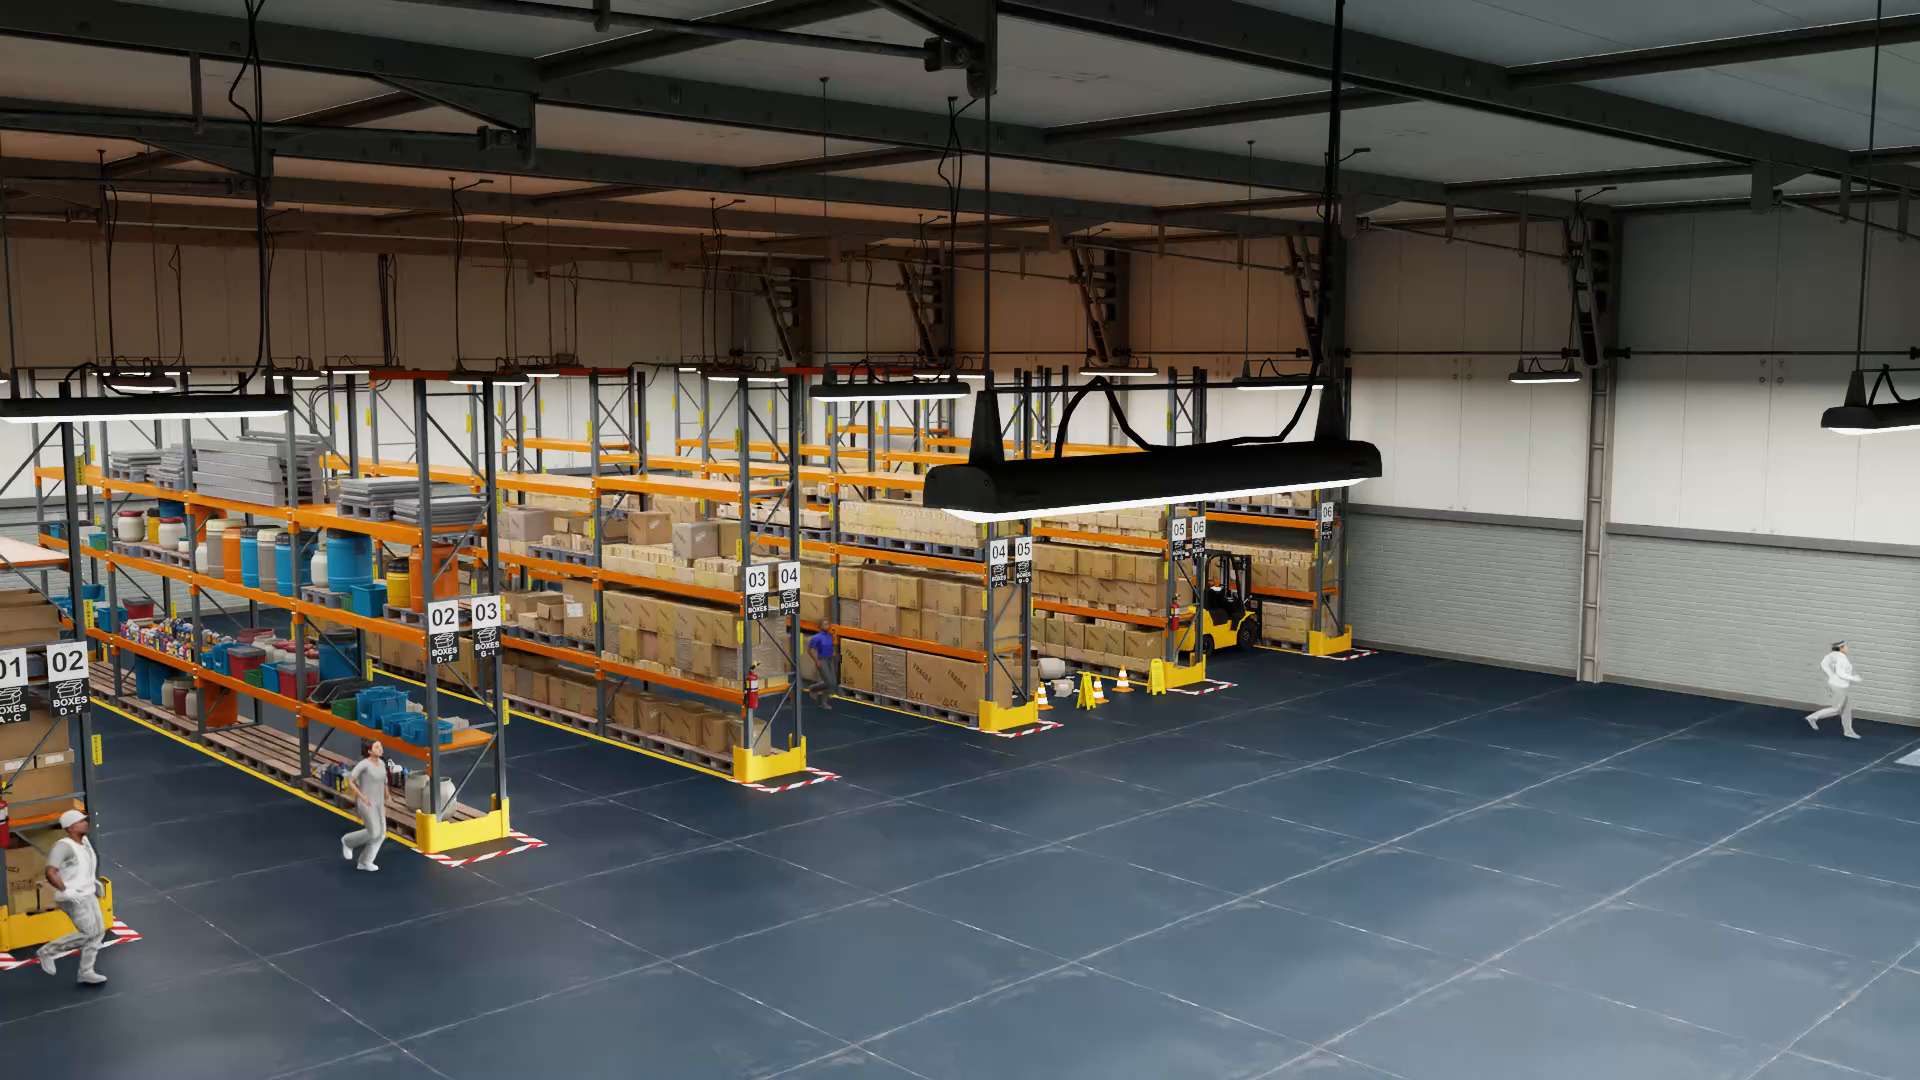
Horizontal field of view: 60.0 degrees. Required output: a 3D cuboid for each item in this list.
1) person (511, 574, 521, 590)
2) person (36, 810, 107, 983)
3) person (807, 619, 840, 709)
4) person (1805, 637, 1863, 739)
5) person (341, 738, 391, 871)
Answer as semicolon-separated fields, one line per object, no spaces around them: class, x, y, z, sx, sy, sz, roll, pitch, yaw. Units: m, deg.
person;-10.751;0.950;40.538;0.581;1.674;0.601;5;8;39
person;-8.942;3.586;16.835;0.658;1.710;0.727;-1;6;-7
person;-2.408;2.208;29.592;0.559;1.600;0.575;5;8;37
person;14.384;2.423;27.310;0.882;1.700;0.617;2;7;16
person;-7.256;3.234;20.480;0.513;1.610;0.563;3;7;21
